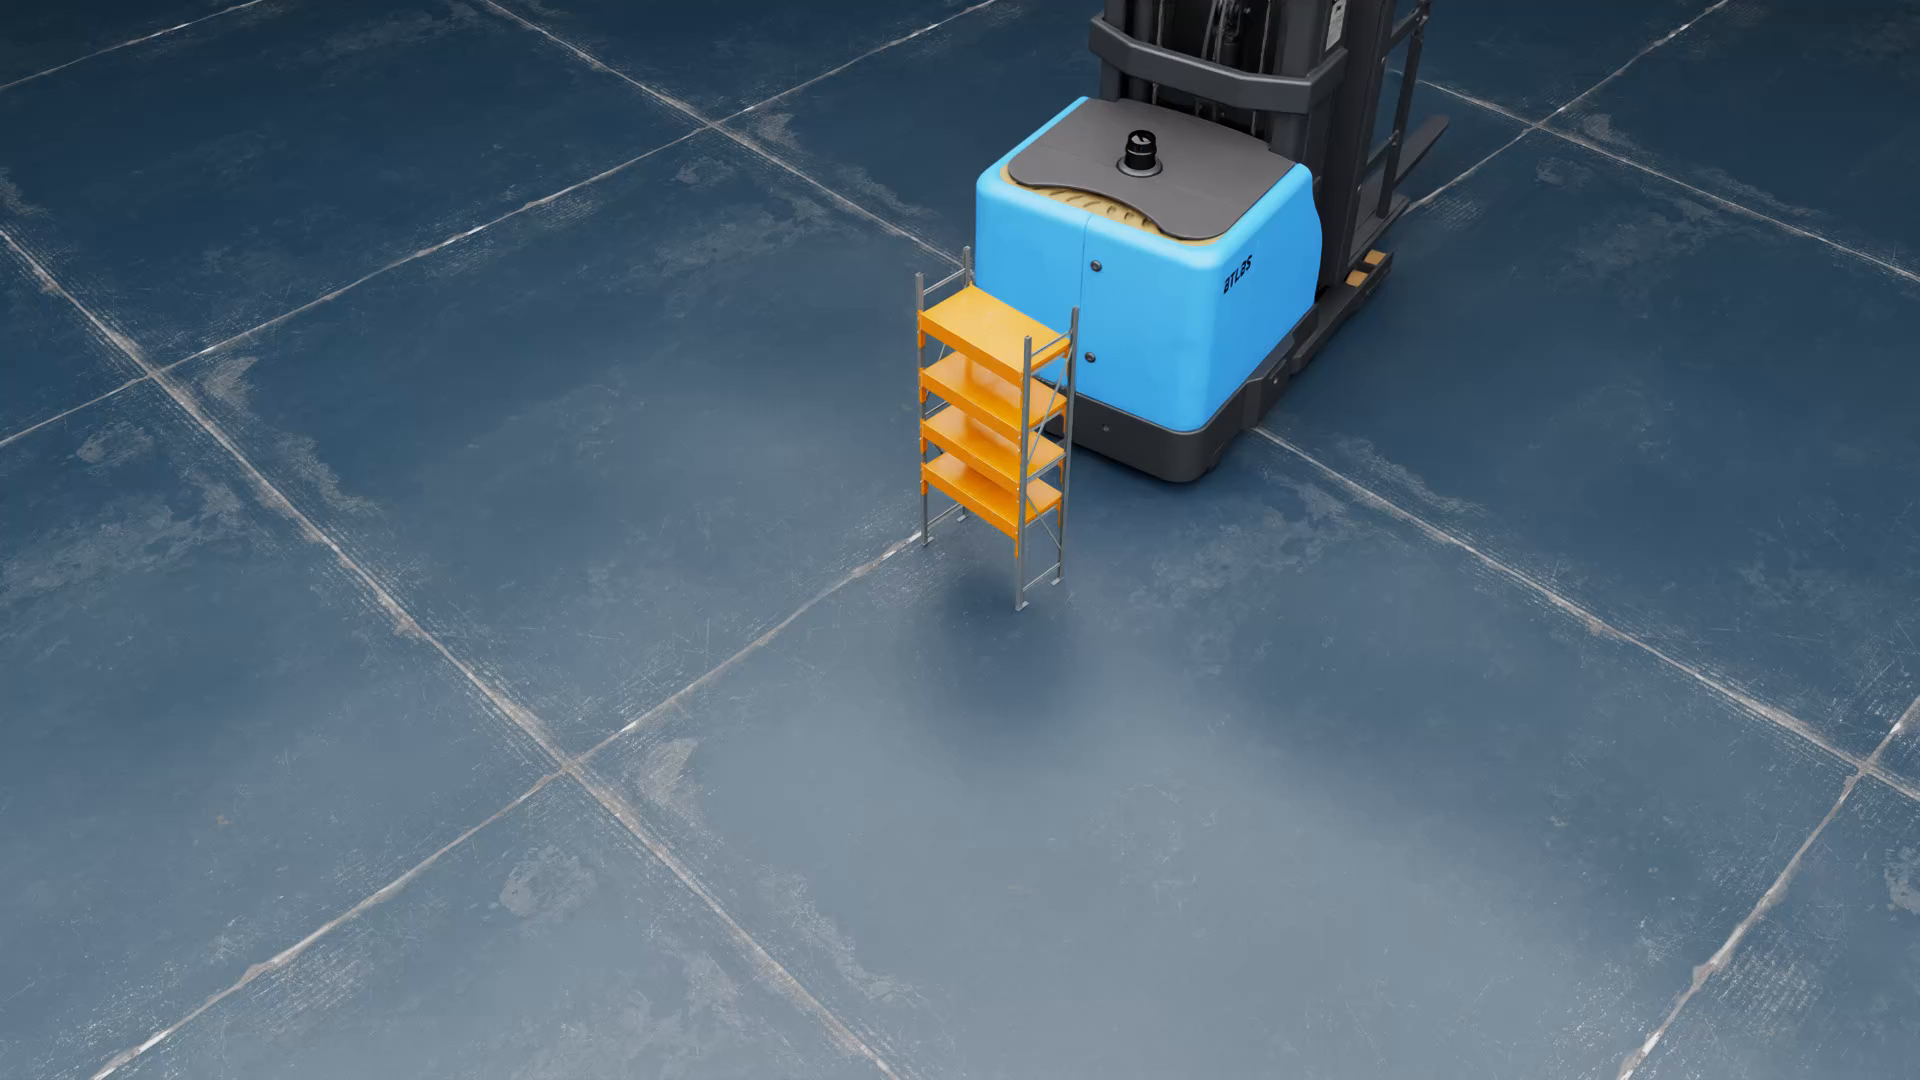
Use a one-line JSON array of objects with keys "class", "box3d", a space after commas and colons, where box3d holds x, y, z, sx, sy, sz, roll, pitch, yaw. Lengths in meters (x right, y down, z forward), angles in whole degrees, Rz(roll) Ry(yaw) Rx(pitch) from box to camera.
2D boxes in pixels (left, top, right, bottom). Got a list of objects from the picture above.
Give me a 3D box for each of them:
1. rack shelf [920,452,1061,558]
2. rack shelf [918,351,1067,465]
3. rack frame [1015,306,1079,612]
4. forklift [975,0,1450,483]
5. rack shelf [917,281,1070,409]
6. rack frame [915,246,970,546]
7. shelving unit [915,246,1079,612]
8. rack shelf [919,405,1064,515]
[{"class": "rack shelf", "box3d": [0.117, -0.166, 5.937, 0.258, 0.148, 0.480, -34, 53, -31]}, {"class": "rack shelf", "box3d": [0.117, -0.476, 5.651, 0.258, 0.148, 0.480, -34, 53, -31]}, {"class": "rack frame", "box3d": [0.289, -0.244, 5.630, 0.240, 1.200, 0.015, -34, 53, -31]}, {"class": "forklift", "box3d": [1.284, -2.266, 6.543, 1.130, 2.935, 3.031, 25, 48, 24]}, {"class": "rack shelf", "box3d": [0.117, -0.650, 5.490, 0.258, 0.148, 0.480, -34, 53, -31]}, {"class": "rack frame", "box3d": [-0.055, -0.478, 5.884, 0.240, 1.200, 0.015, -34, 53, -31]}, {"class": "shelving unit", "box3d": [0.117, -0.361, 5.757, 0.258, 1.200, 0.503, -34, 53, -31]}, {"class": "rack shelf", "box3d": [0.117, -0.312, 5.802, 0.258, 0.148, 0.480, -34, 53, -31]}]
